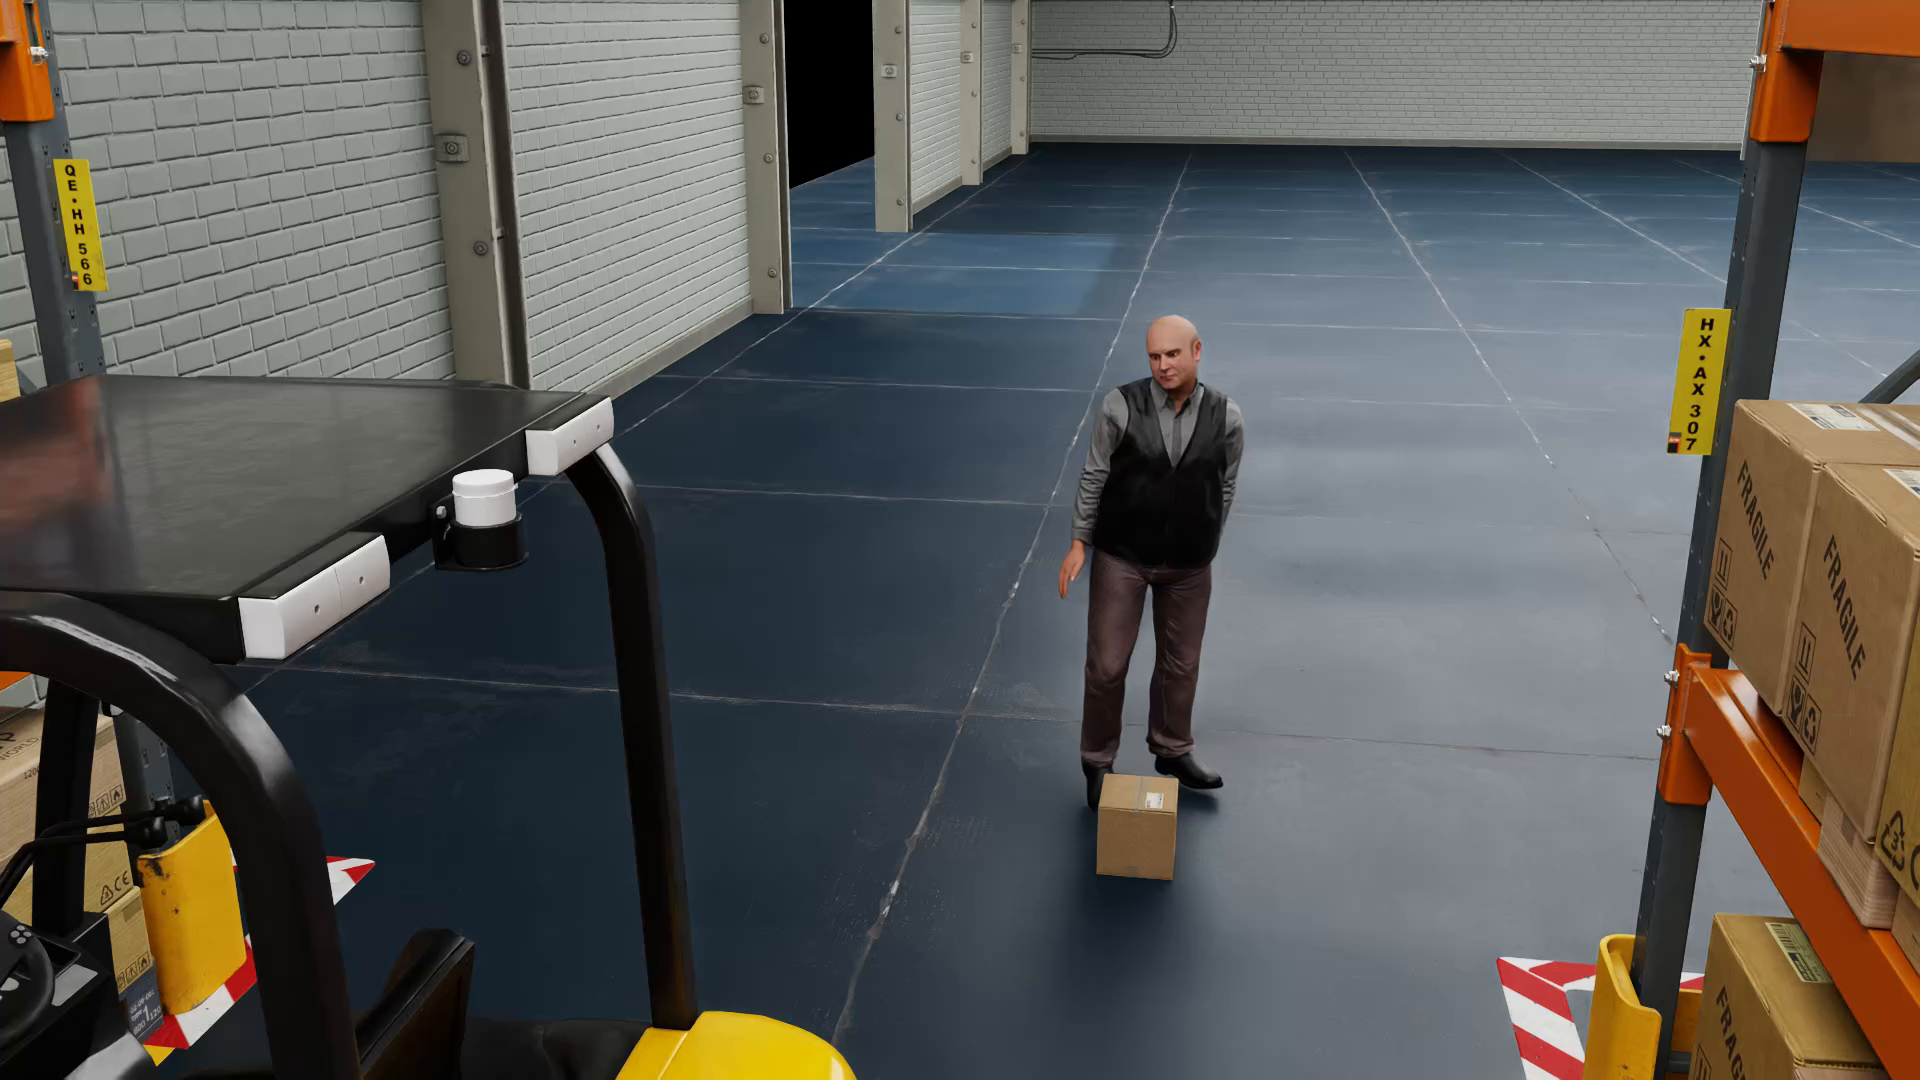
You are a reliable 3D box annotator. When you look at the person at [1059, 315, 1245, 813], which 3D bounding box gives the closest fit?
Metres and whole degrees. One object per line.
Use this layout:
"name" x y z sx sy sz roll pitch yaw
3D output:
"person" 0.649 0.089 5.764 0.638 1.751 0.380 -2 18 -7
